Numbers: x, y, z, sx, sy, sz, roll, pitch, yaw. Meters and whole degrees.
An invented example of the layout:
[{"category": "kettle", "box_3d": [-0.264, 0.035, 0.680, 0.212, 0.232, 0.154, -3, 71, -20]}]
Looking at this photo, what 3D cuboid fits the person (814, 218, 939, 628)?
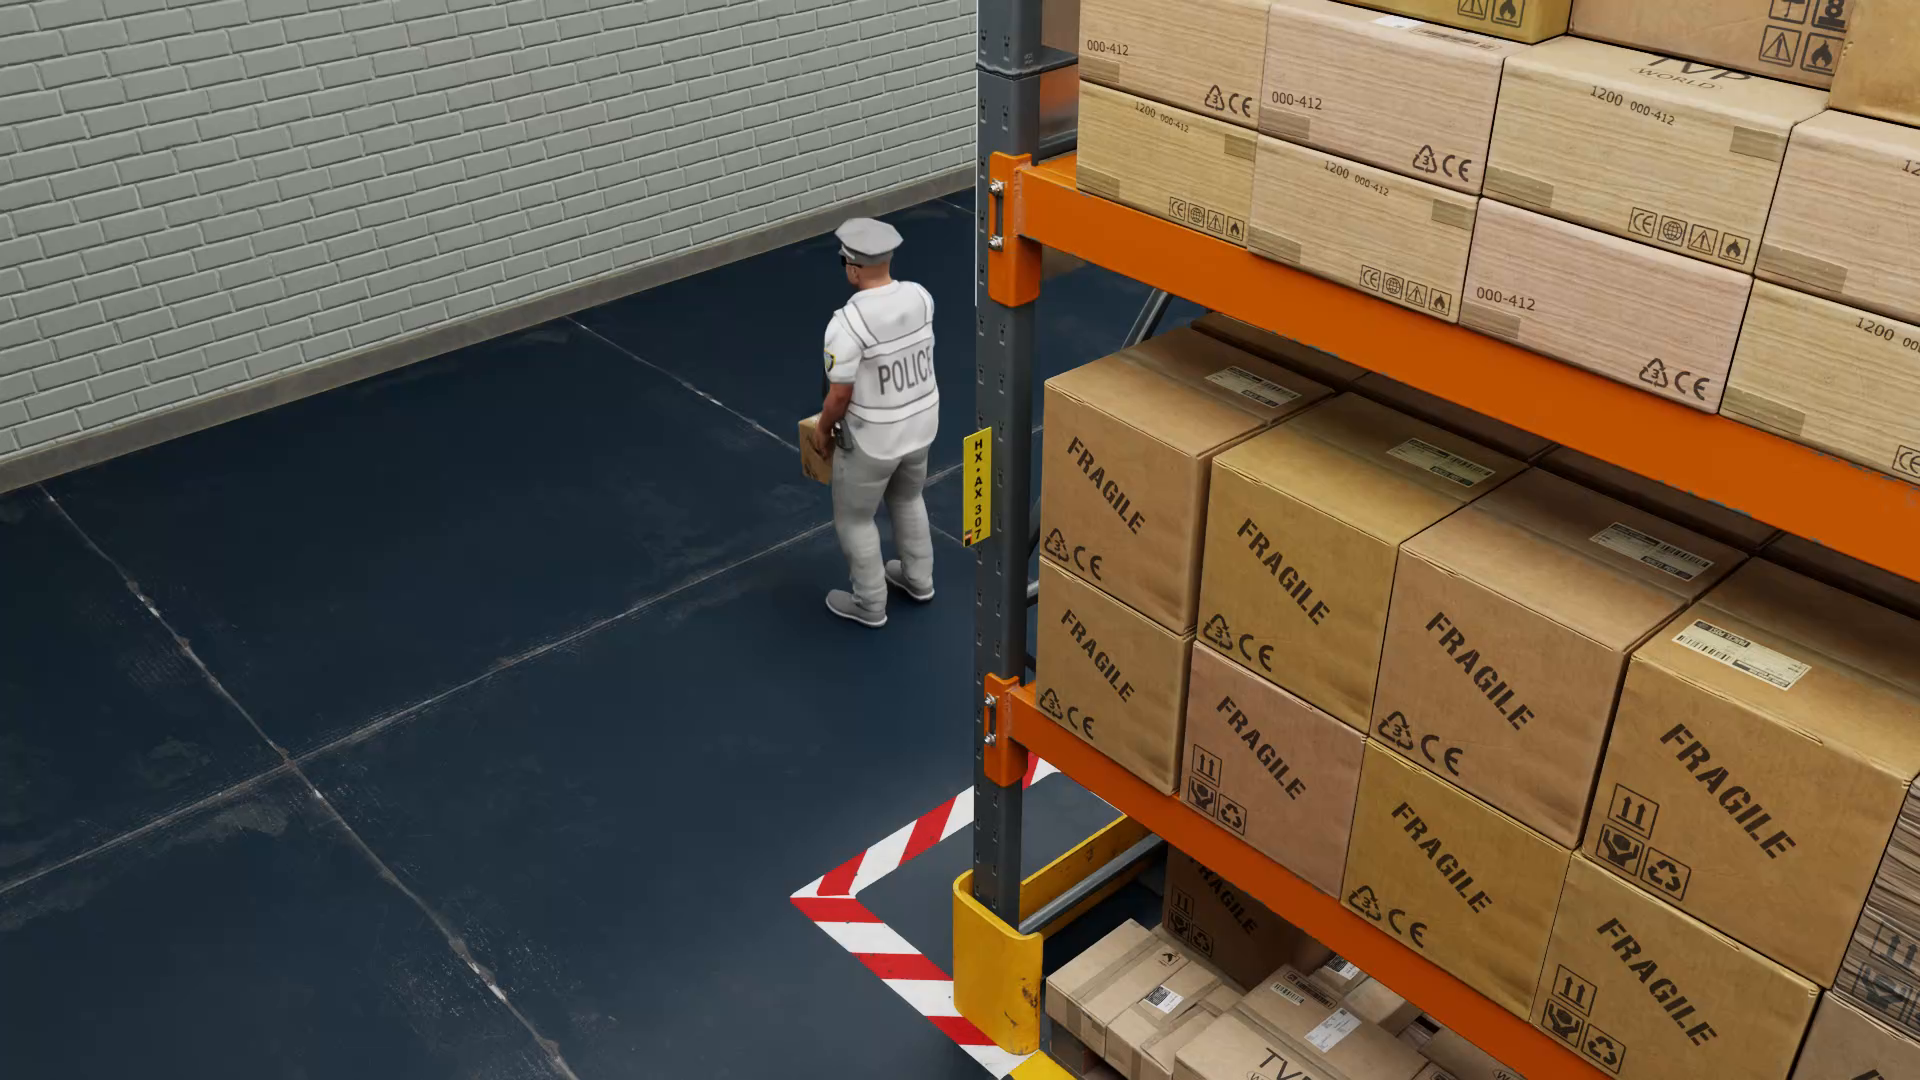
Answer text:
[{"category": "person", "box_3d": [-0.333, -0.460, 6.862, 0.547, 1.763, 0.444, -27, 40, -36]}]
